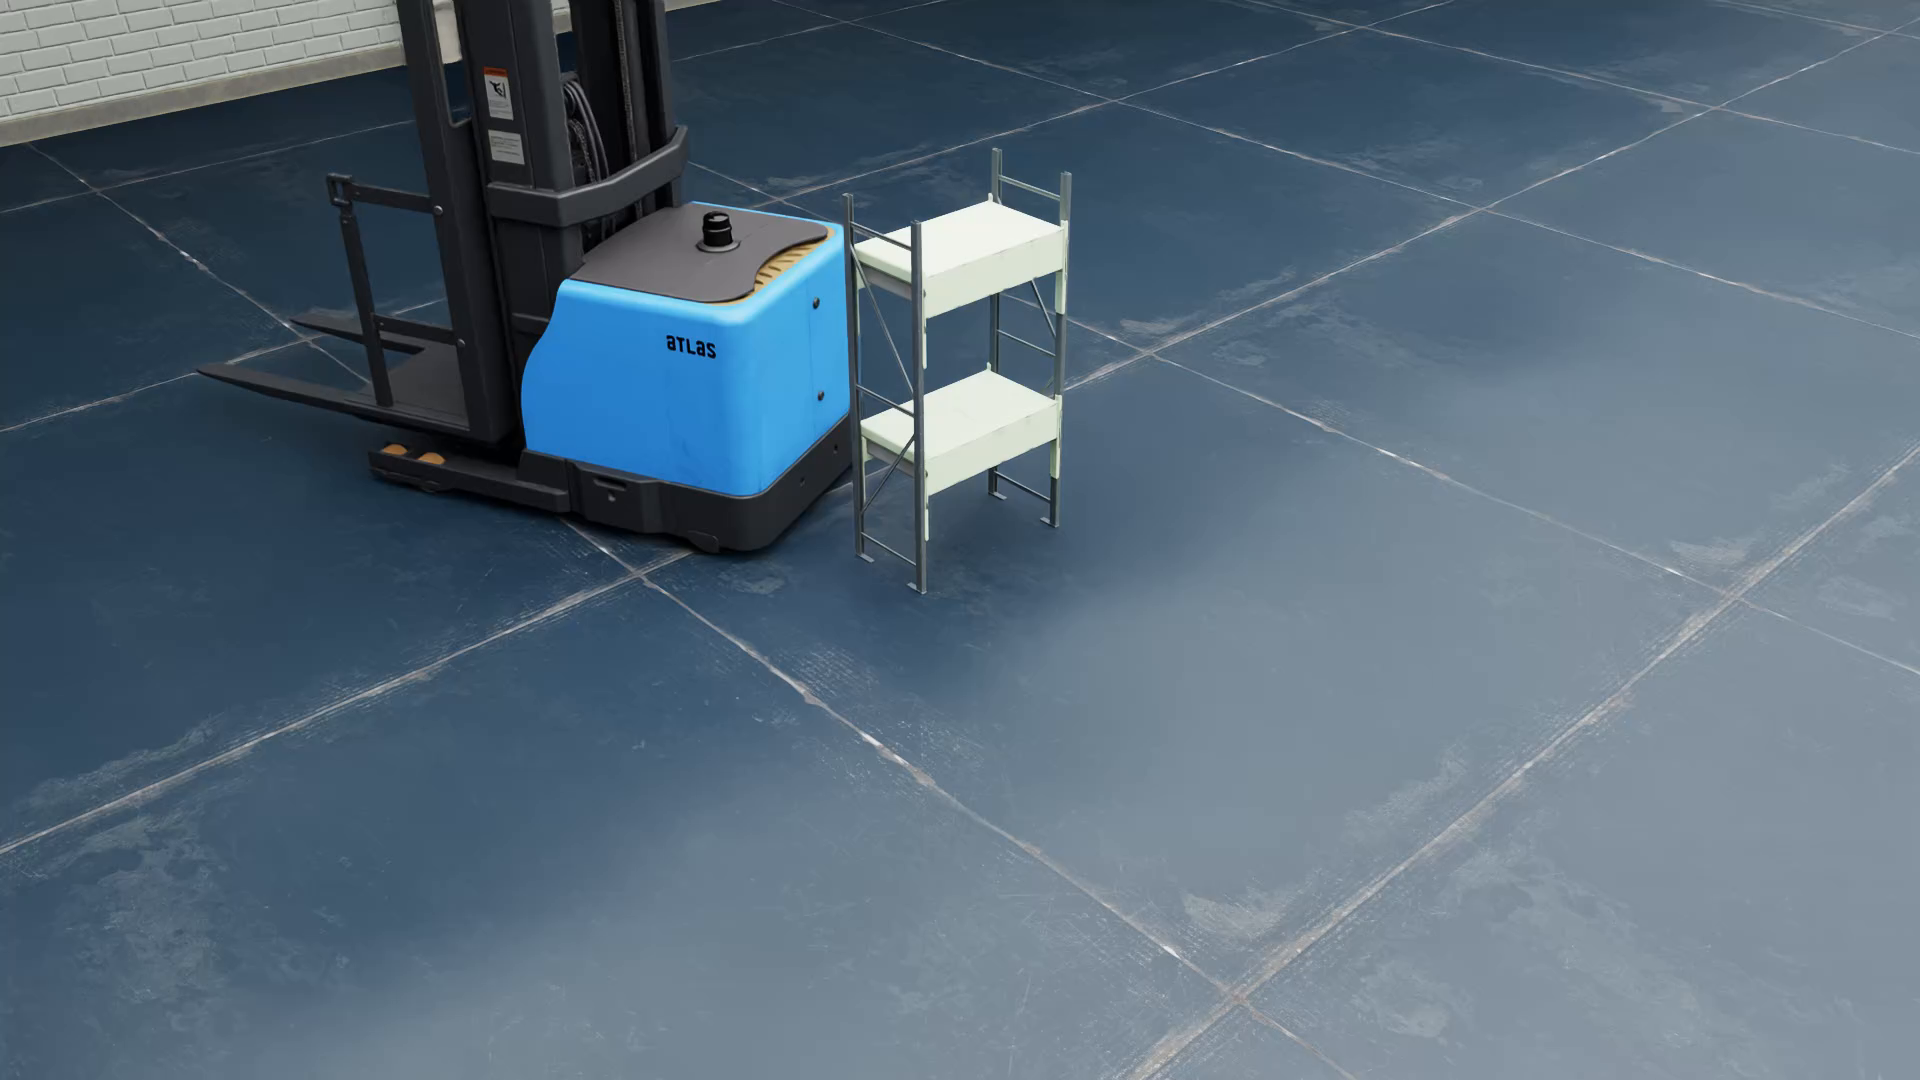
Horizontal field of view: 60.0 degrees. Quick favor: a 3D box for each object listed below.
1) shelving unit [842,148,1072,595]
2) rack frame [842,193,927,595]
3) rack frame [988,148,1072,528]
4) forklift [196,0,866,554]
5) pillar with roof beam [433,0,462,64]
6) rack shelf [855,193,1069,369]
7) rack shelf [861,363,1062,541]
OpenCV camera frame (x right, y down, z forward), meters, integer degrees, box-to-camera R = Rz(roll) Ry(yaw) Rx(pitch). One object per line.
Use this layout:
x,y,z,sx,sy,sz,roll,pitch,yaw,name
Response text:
-0.005,-0.637,6.355,0.755,1.500,0.431,-26,40,-35,shelving unit
-0.273,-0.508,6.143,0.023,1.500,0.400,-26,40,-35,rack frame
0.264,-0.767,6.567,0.023,1.500,0.400,-26,40,-35,rack frame
-1.974,-1.691,6.706,3.031,2.935,1.130,13,34,20,forklift
-1.017,-5.868,7.720,0.400,9.000,9.100,-26,40,-35,pillar with roof beam
-0.005,-0.970,6.151,0.720,0.370,0.431,-26,40,-35,rack shelf
-0.005,-0.359,6.525,0.720,0.370,0.431,-26,40,-35,rack shelf
